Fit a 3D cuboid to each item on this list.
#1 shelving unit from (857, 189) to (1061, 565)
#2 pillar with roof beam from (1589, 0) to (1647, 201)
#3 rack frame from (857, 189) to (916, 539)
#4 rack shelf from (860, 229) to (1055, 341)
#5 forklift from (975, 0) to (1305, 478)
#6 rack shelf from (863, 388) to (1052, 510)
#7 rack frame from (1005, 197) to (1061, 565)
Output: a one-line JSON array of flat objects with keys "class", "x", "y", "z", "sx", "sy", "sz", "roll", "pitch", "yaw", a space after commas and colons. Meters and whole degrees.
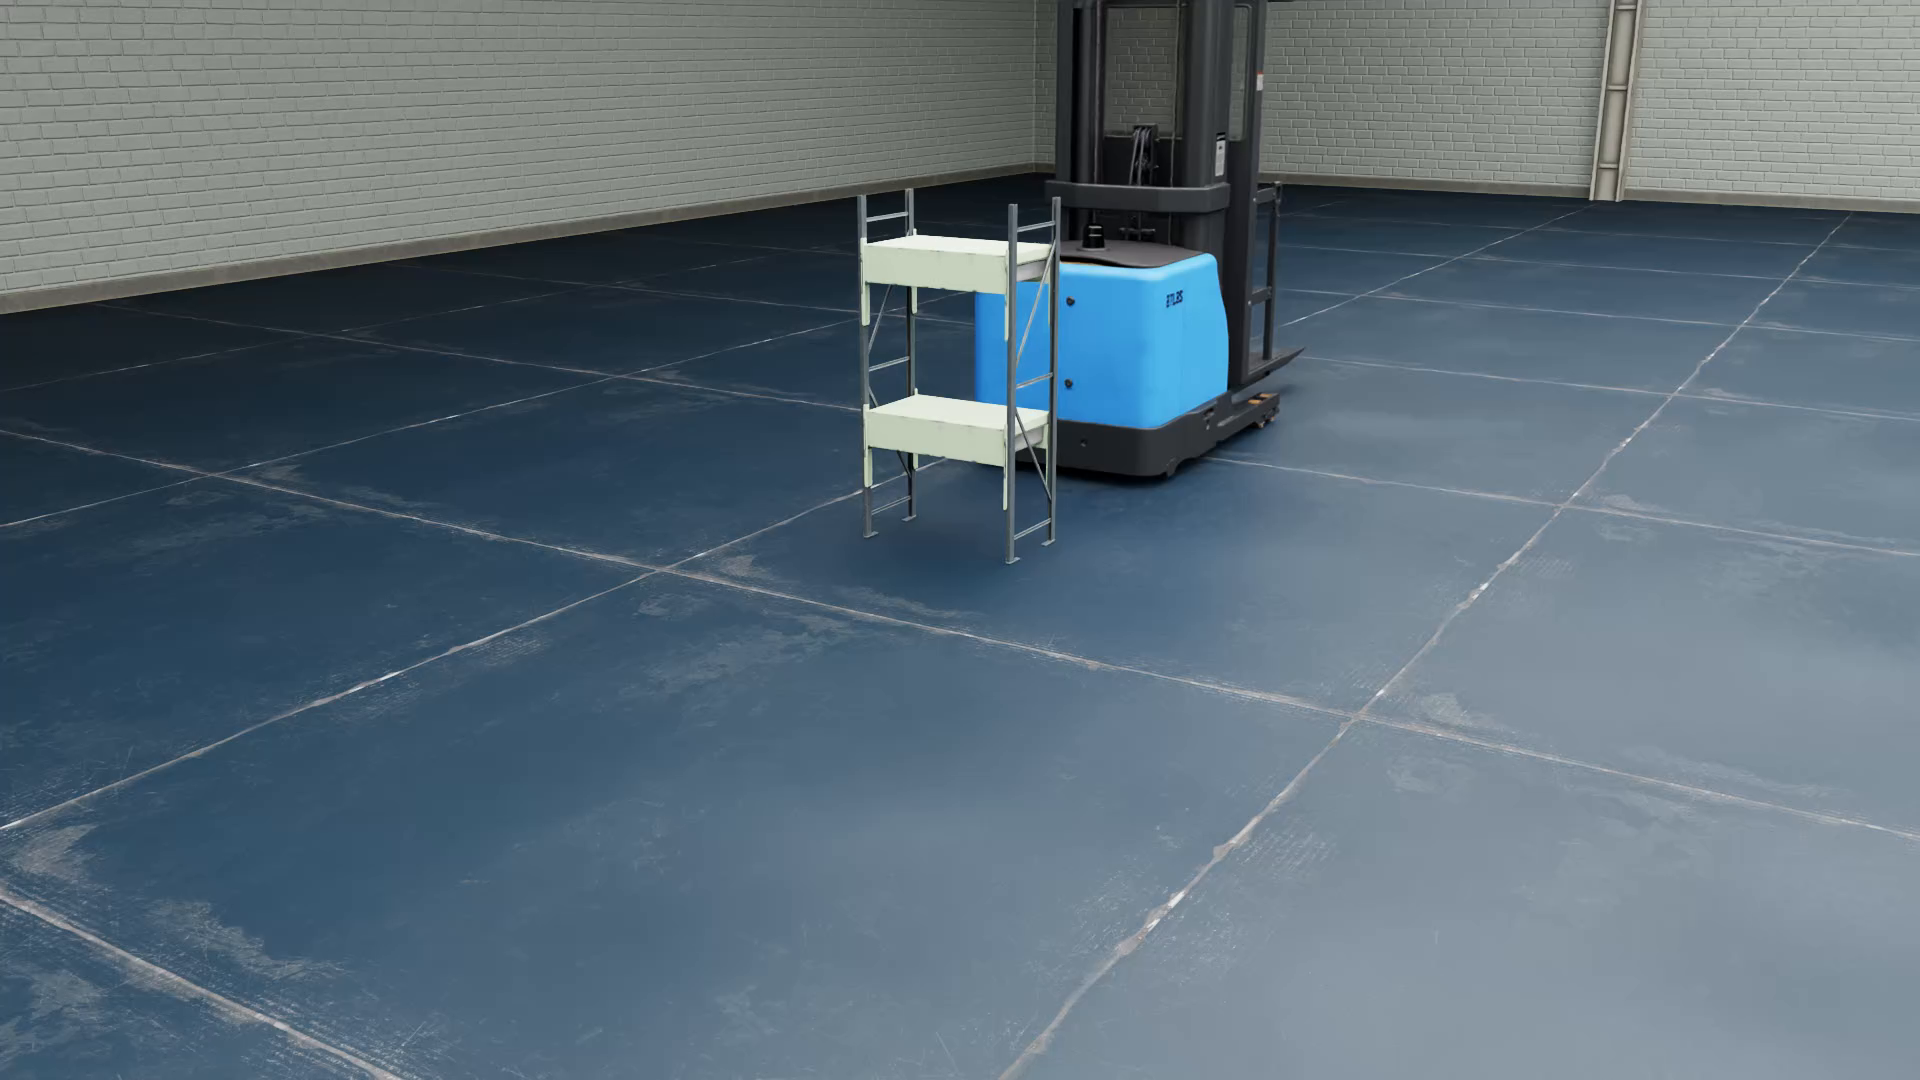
[{"class": "shelving unit", "x": -0.006, "y": -0.719, "z": 7.167, "sx": 0.755, "sy": 1.500, "sz": 0.431, "roll": 10, "pitch": 20, "yaw": 30}, {"class": "pillar with roof beam", "x": 6.533, "y": -7.864, "z": 17.789, "sx": 0.400, "sy": 9.000, "sz": 9.100, "roll": 10, "pitch": 20, "yaw": 30}, {"class": "rack frame", "x": -0.318, "y": -0.774, "z": 7.350, "sx": 0.023, "sy": 1.500, "sz": 0.400, "roll": 10, "pitch": 20, "yaw": 30}, {"class": "rack shelf", "x": -0.006, "y": -1.092, "z": 7.053, "sx": 0.720, "sy": 0.370, "sz": 0.431, "roll": 10, "pitch": 20, "yaw": 30}, {"class": "forklift", "x": 1.203, "y": -2.093, "z": 9.229, "sx": 1.130, "sy": 2.935, "sz": 3.031, "roll": 9, "pitch": 19, "yaw": 27}, {"class": "rack shelf", "x": -0.006, "y": -0.407, "z": 7.261, "sx": 0.720, "sy": 0.370, "sz": 0.431, "roll": 10, "pitch": 20, "yaw": 30}, {"class": "rack frame", "x": 0.306, "y": -0.663, "z": 6.983, "sx": 0.023, "sy": 1.500, "sz": 0.400, "roll": 10, "pitch": 20, "yaw": 30}]
